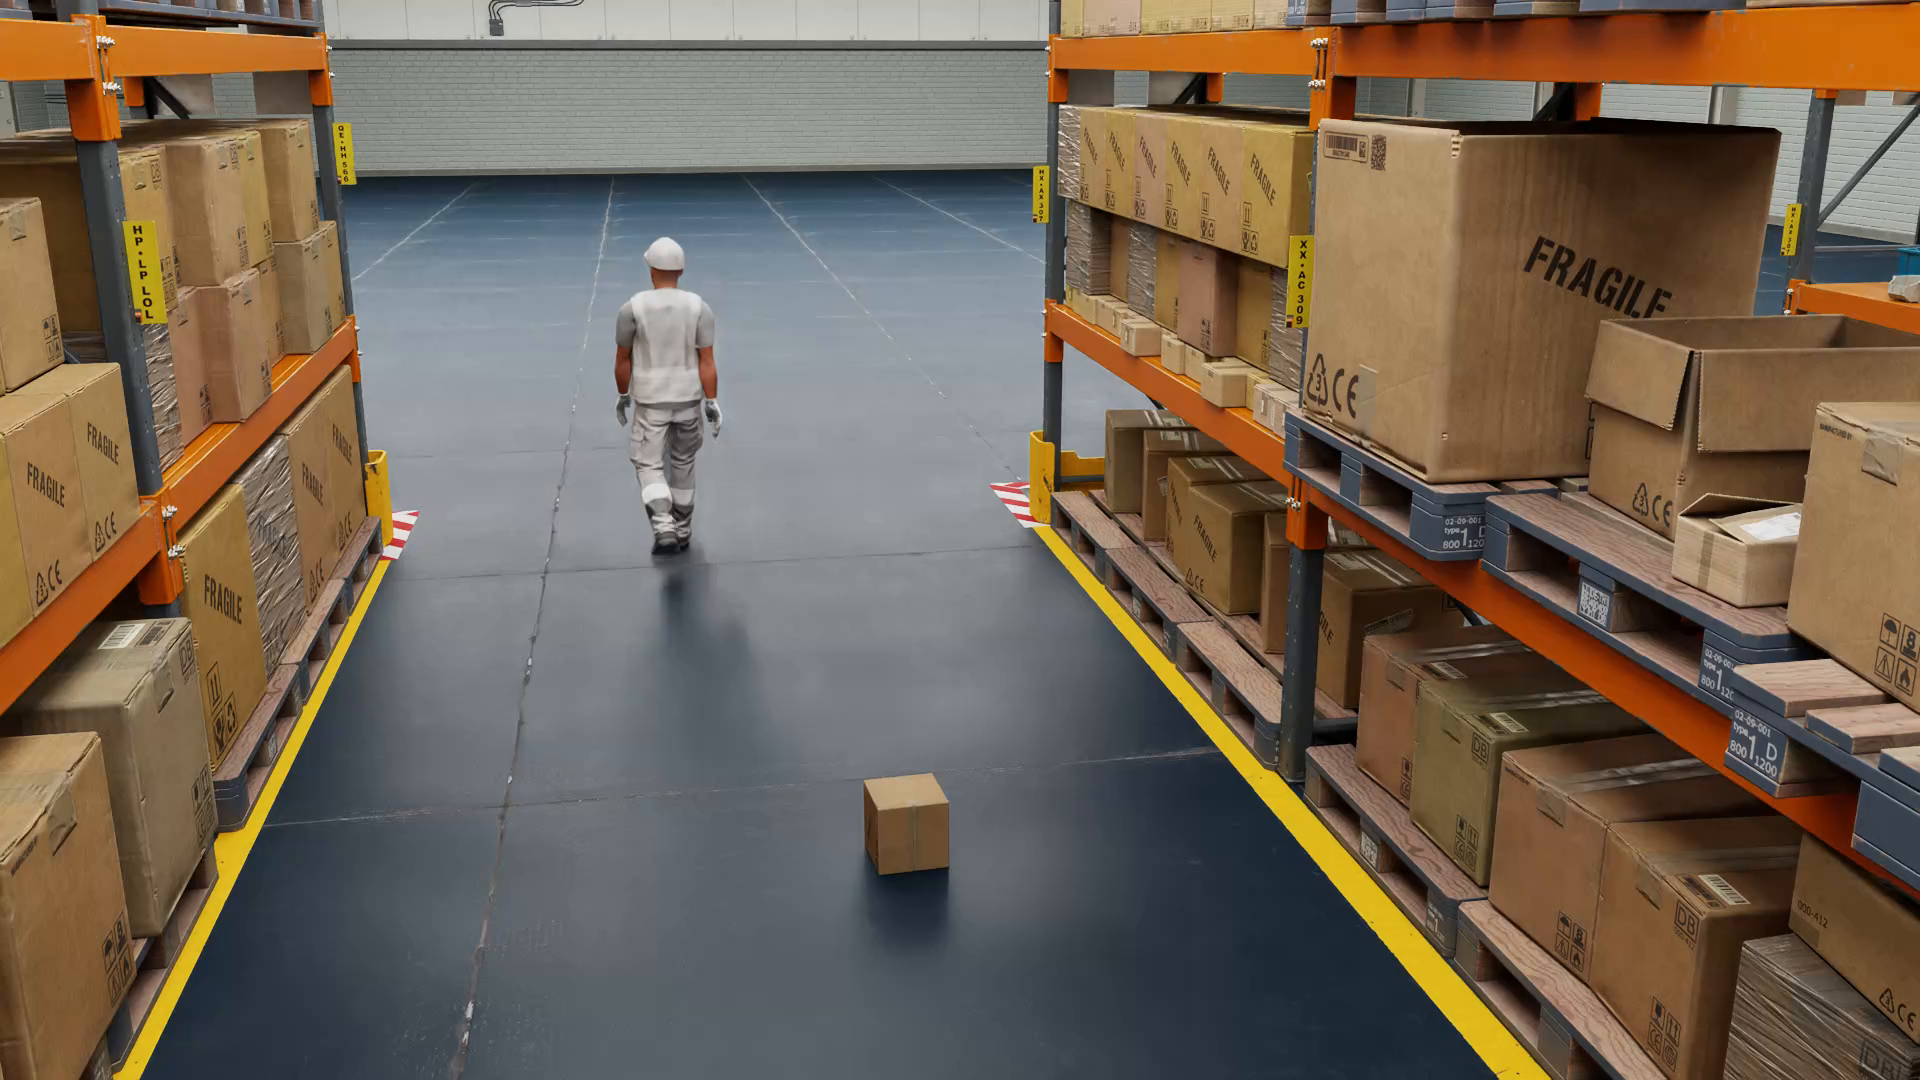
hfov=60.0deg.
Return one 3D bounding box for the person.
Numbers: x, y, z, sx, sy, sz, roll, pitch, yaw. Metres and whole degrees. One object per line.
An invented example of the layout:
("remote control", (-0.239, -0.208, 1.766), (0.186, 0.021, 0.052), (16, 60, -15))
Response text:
("person", (-1.590, -0.754, 9.073), (0.555, 1.767, 0.912), (-5, 17, -18))
